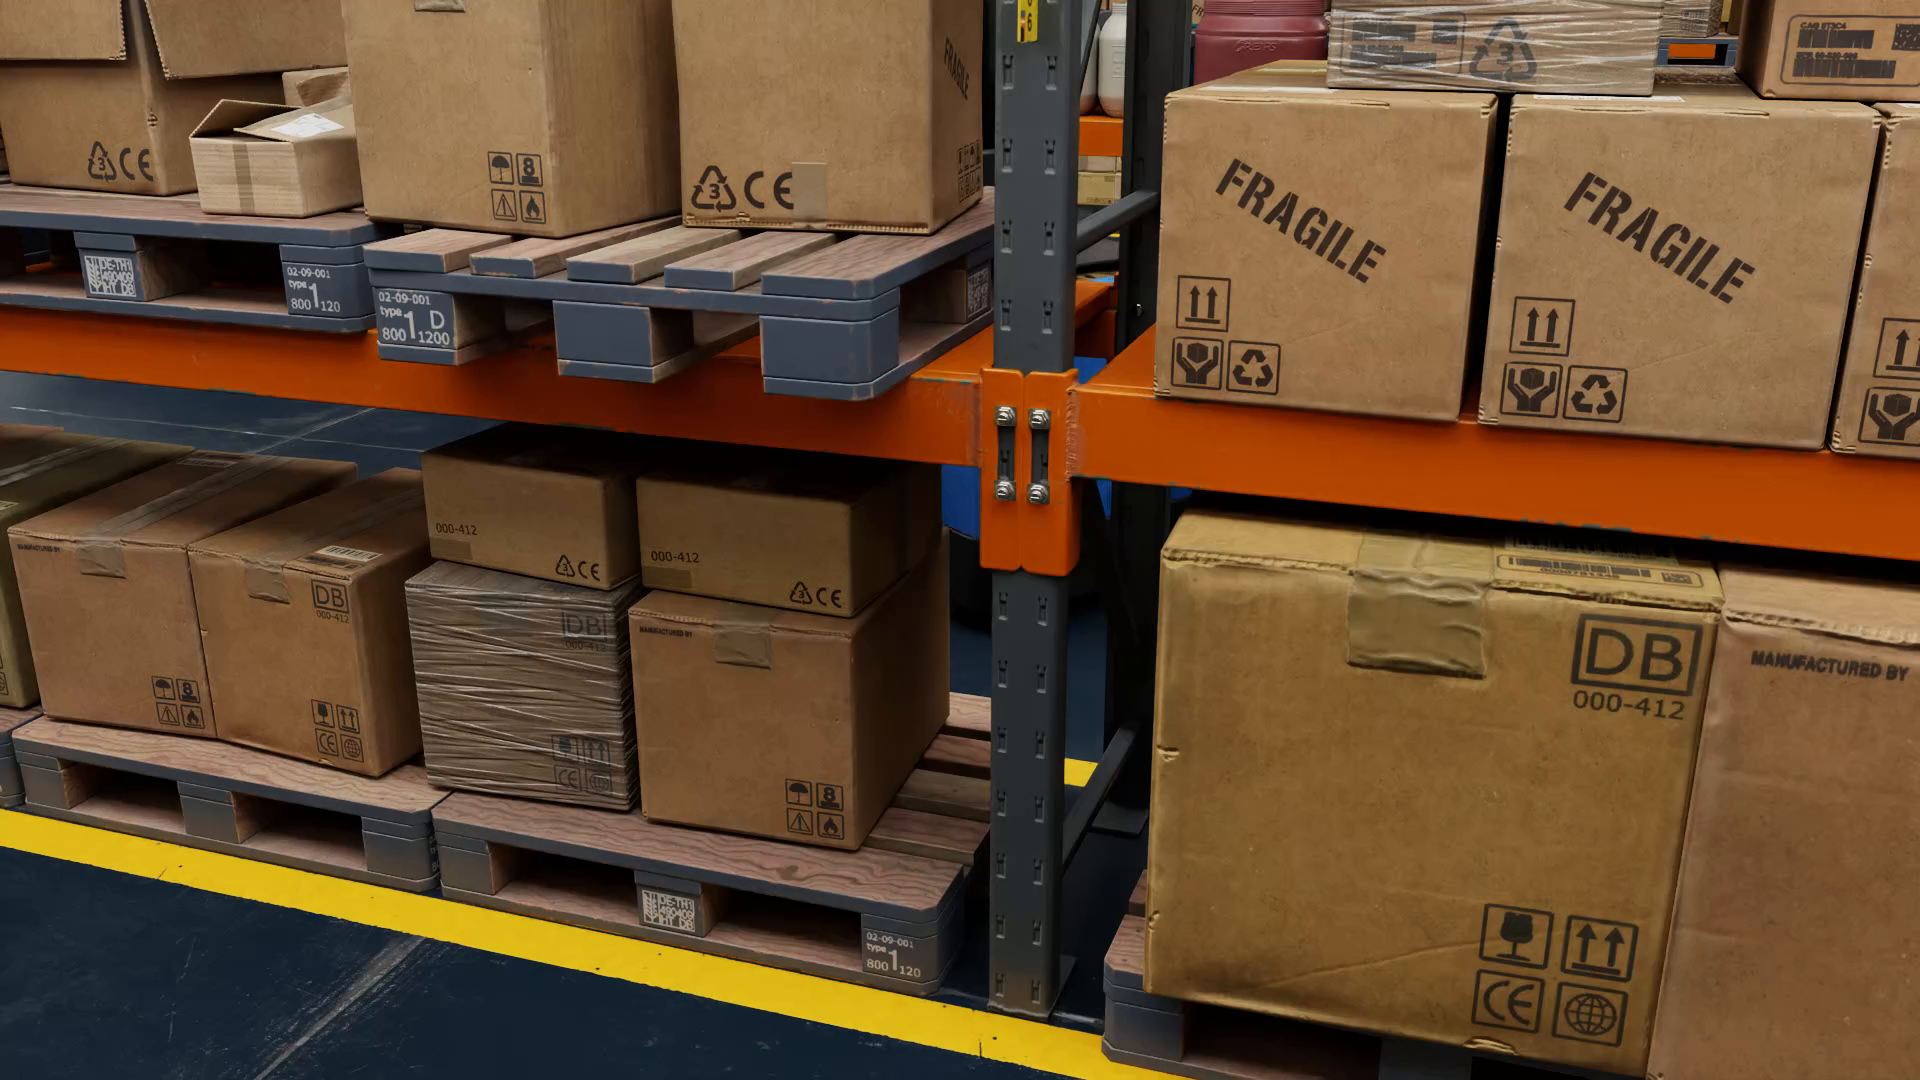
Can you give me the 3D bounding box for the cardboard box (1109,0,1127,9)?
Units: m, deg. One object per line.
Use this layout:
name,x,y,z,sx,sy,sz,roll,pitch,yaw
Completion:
cardboard box,1.446,-3.975,12.771,0.500,0.500,0.500,7,20,18

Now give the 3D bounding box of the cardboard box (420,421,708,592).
cardboard box,-0.868,-0.114,3.836,0.500,0.250,0.500,9,21,24

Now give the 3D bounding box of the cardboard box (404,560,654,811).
cardboard box,-0.889,0.235,3.974,0.500,0.500,0.700,5,20,14

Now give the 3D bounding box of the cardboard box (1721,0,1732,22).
cardboard box,6.985,-5.133,15.612,0.500,0.500,0.500,7,20,20

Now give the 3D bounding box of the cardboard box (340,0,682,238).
cardboard box,-0.805,-0.936,3.414,0.500,0.500,0.700,10,21,26

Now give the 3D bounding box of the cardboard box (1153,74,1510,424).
cardboard box,0.649,-0.525,2.875,0.500,0.500,0.500,7,20,20

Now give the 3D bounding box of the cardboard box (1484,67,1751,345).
cardboard box,1.295,-0.631,3.176,0.500,0.500,0.500,6,20,18

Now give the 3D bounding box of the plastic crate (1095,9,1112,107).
plastic crate,0.478,-2.455,8.465,0.583,0.464,0.402,7,20,18

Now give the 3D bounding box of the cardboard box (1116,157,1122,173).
cardboard box,1.516,-3.004,12.825,0.500,0.311,0.500,7,20,20

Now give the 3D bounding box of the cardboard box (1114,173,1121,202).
cardboard box,1.507,-2.740,12.920,0.500,0.250,0.500,7,20,19

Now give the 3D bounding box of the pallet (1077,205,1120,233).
pallet,1.620,-2.612,13.248,1.213,0.211,1.003,7,20,18

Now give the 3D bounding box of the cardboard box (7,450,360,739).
cardboard box,-1.954,0.116,4.316,0.500,0.500,0.700,5,20,13

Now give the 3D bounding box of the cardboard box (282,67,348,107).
cardboard box,-1.229,-0.995,3.964,0.500,0.250,0.500,6,20,17

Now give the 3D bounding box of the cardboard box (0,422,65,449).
cardboard box,-2.927,-0.002,4.653,0.500,0.500,0.700,5,20,14

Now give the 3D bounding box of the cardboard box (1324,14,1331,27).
cardboard box,2.752,-3.810,12.584,0.500,0.311,0.500,6,20,17

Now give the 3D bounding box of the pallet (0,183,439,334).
pallet,-1.605,-0.726,3.893,1.213,0.211,1.003,7,20,18

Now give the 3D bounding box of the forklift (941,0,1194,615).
forklift,-0.385,-1.570,6.127,1.130,2.935,3.031,-14,23,-34

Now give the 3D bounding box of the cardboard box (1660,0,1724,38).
cardboard box,4.966,-3.749,11.485,0.500,0.500,0.700,11,22,28

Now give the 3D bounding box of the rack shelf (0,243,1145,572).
rack shelf,-1.611,-0.492,4.022,4.000,0.370,1.077,7,20,18

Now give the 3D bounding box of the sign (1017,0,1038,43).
sign,0.110,-0.955,2.620,0.005,0.325,0.100,7,20,18

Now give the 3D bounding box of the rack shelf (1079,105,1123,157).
rack shelf,0.015,-2.032,8.440,4.000,0.370,1.077,7,20,18

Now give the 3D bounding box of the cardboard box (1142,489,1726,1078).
cardboard box,0.924,0.271,3.332,0.875,0.875,1.225,6,20,16

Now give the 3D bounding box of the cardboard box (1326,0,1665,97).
cardboard box,0.964,-1.052,2.862,0.637,0.503,0.797,7,20,20

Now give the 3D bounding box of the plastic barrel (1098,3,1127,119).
plastic barrel,0.862,-2.253,7.812,0.421,0.512,0.421,0,19,0

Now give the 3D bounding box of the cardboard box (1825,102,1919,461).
cardboard box,1.622,-0.416,2.561,0.500,0.500,0.500,6,20,17

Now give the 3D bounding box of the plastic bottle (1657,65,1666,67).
plastic bottle,2.973,-1.849,7.002,0.133,0.283,0.061,7,20,18

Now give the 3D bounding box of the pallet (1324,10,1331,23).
pallet,3.272,-5.346,17.148,1.213,0.211,1.003,7,20,18

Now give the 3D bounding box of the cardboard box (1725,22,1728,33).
cardboard box,7.336,-4.794,15.623,0.250,0.149,0.380,6,20,17

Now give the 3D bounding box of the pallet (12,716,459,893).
pallet,-1.608,0.484,4.366,1.213,0.211,1.003,7,20,18

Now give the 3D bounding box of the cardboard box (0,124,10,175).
cardboard box,-2.795,-1.400,3.985,1.000,1.000,1.000,7,20,18

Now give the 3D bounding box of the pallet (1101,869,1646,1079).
pallet,0.999,0.810,3.432,1.213,0.211,1.003,7,20,18
